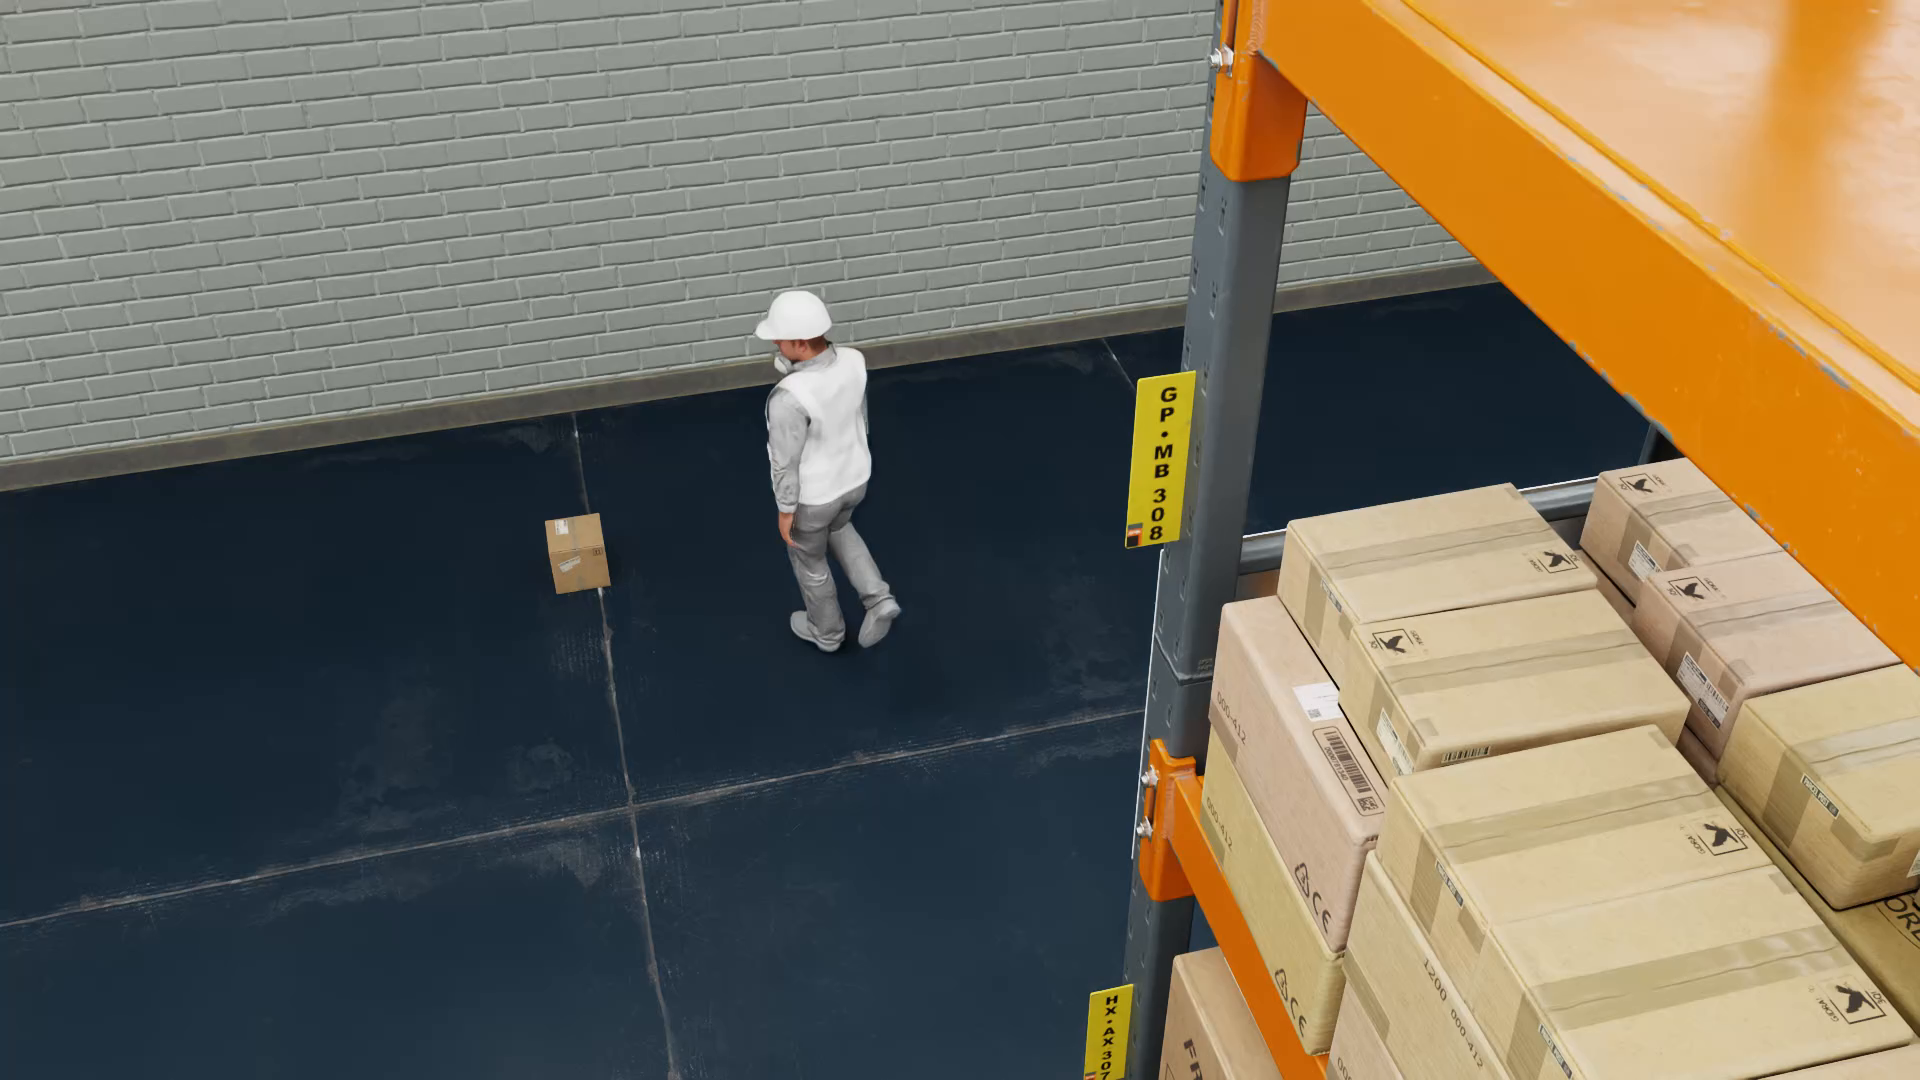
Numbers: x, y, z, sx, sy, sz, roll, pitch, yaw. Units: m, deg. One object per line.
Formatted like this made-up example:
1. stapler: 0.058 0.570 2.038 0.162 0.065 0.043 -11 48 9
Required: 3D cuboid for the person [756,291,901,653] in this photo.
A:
1. person: -0.545 -0.225 6.883 0.551 1.765 0.554 29 46 31
